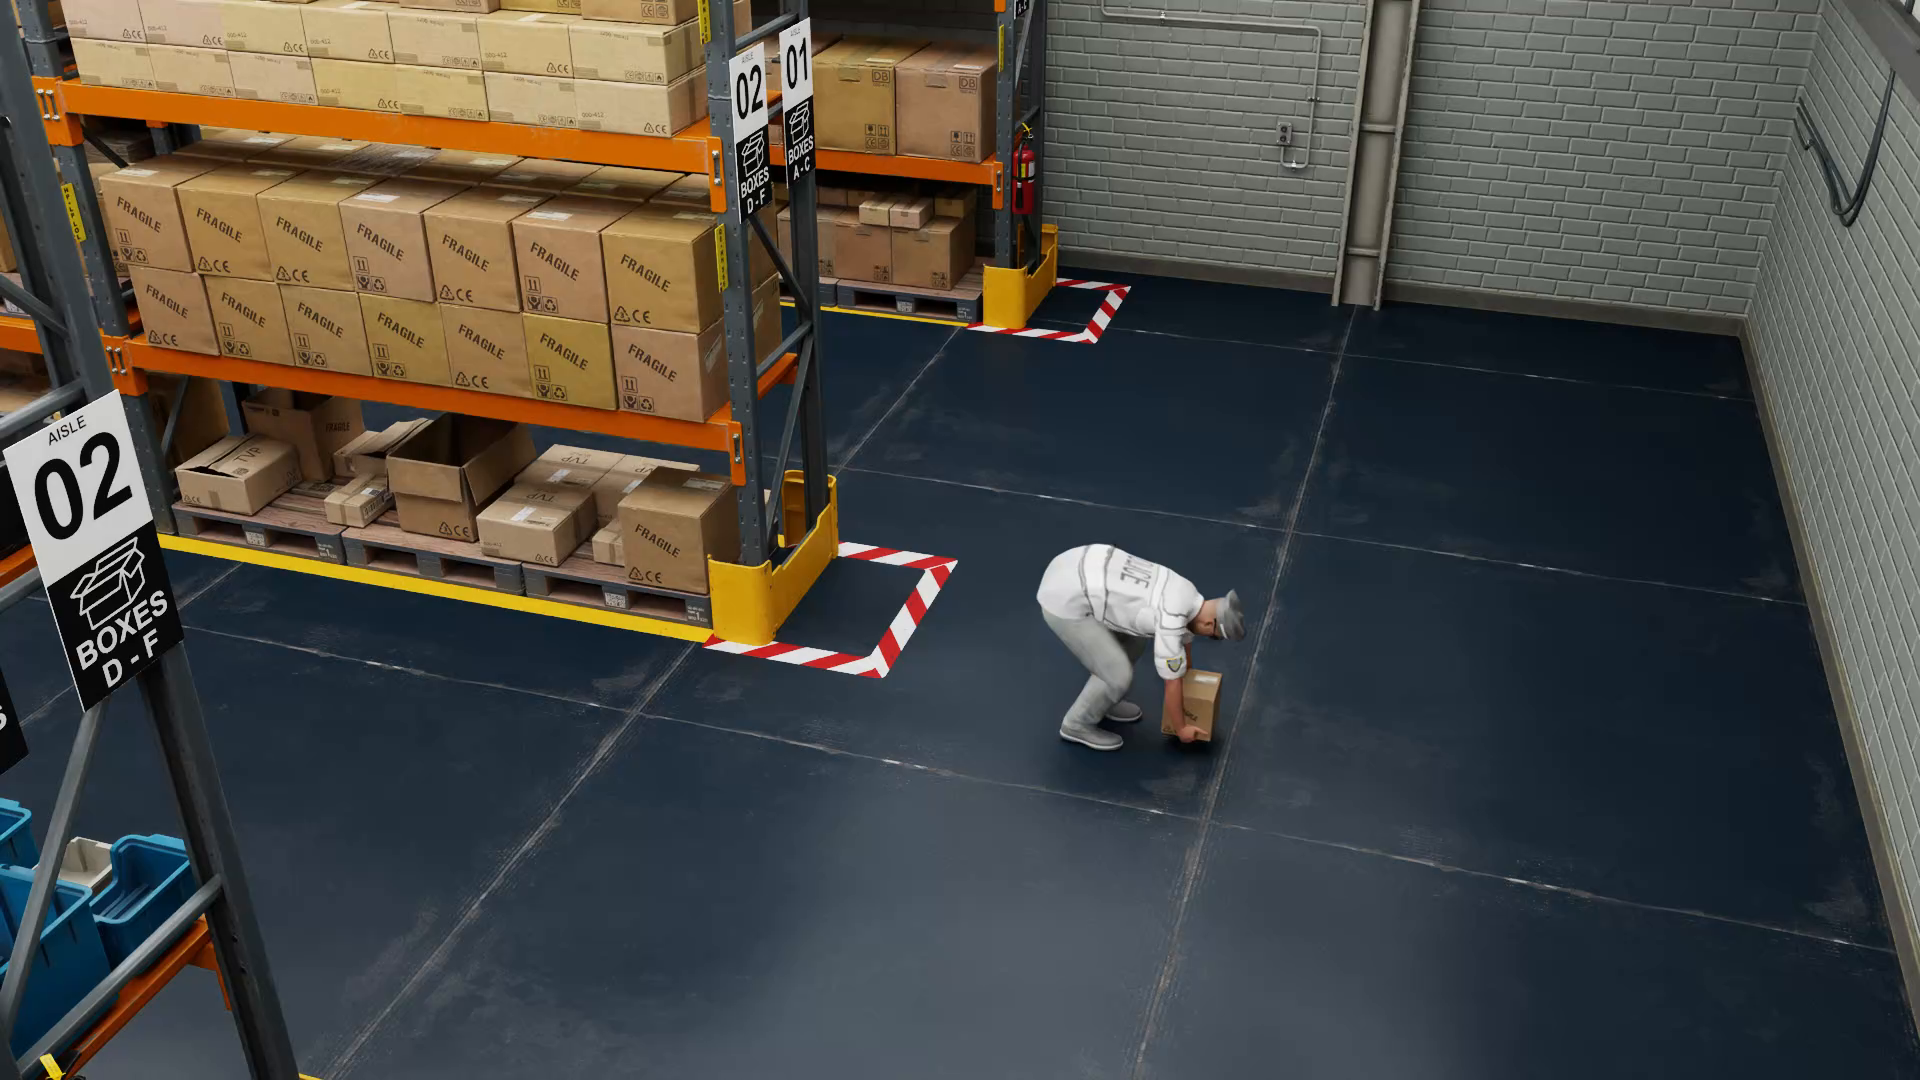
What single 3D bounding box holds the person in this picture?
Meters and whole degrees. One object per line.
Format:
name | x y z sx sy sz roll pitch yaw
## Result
person | 0.895 0.542 8.280 1.030 1.020 0.516 7 30 12
